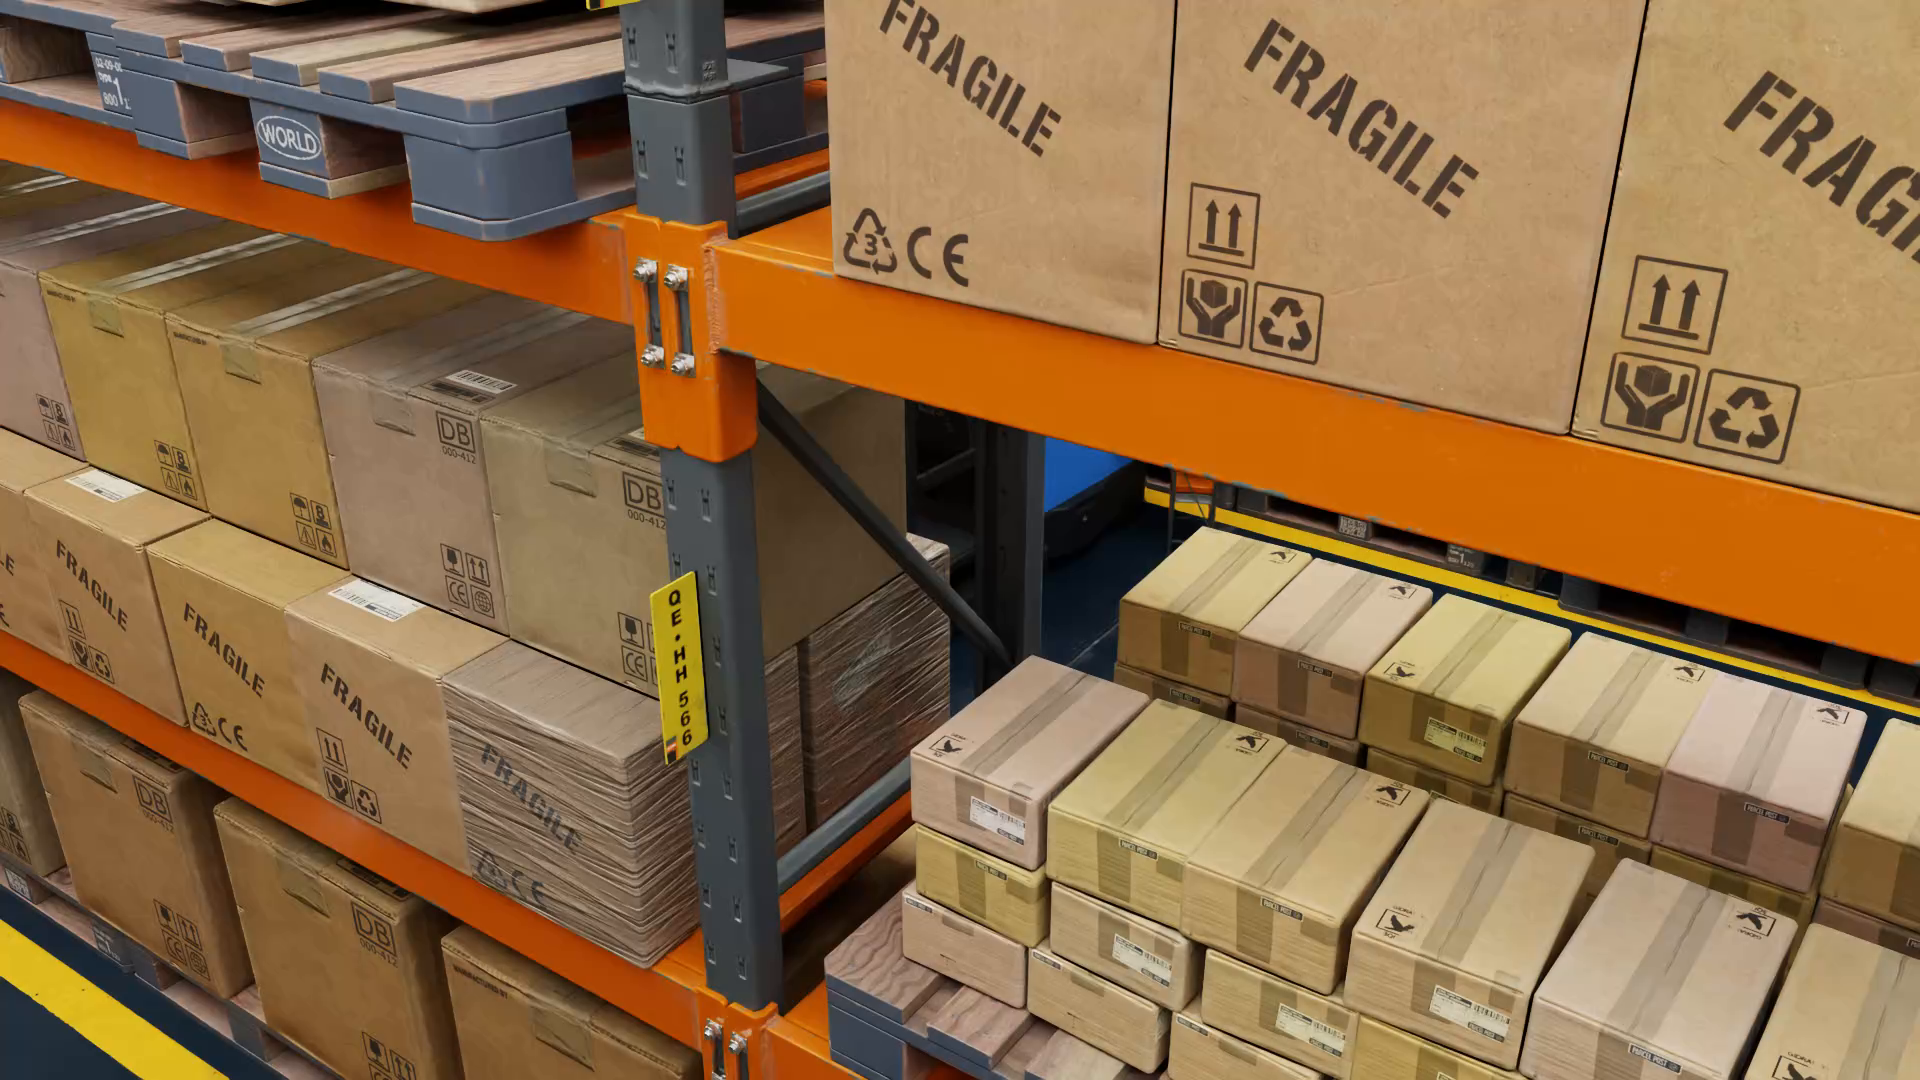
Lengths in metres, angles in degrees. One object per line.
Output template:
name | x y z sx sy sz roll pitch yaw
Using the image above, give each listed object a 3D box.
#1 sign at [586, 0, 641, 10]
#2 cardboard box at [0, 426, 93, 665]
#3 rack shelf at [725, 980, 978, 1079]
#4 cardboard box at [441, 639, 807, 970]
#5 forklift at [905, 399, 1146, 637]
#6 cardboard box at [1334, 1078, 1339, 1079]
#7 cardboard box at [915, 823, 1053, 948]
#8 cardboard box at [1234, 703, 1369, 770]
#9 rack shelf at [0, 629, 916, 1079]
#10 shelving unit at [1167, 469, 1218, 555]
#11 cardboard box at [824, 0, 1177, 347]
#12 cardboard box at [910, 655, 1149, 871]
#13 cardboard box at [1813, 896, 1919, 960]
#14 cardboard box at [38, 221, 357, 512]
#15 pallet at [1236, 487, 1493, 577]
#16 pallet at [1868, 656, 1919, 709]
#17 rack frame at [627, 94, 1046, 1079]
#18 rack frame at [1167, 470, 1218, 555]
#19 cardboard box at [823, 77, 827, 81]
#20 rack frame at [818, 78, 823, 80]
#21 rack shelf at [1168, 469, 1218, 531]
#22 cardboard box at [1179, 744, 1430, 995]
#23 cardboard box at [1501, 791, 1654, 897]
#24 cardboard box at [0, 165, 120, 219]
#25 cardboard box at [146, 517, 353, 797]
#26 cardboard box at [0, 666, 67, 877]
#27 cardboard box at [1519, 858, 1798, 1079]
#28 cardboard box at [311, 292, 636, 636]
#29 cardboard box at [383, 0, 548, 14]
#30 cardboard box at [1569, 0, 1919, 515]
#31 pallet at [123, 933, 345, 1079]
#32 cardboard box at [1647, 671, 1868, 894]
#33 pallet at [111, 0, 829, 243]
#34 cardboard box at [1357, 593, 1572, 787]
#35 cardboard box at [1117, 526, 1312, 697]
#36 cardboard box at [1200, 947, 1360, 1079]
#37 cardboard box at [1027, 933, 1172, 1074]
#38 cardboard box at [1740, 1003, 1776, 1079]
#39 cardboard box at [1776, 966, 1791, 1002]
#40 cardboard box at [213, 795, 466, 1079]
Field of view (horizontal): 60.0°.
sign | -0.471 -0.875 2.199 0.005 0.325 0.100 17 32 30
cardboard box | -2.339 -0.056 4.442 0.500 0.500 0.500 17 32 30
rack shelf | 1.498 1.356 2.572 4.000 0.370 1.077 17 32 30
cardboard box | -0.674 0.462 3.425 0.500 0.500 0.500 17 32 30
forklift | -0.423 -1.064 6.609 1.130 2.935 3.031 20 33 34
cardboard box | 0.771 0.844 2.599 0.250 0.149 0.380 19 33 33
cardboard box | 0.134 0.513 2.921 0.250 0.149 0.380 19 33 33
cardboard box | 0.736 0.338 3.264 0.250 0.149 0.380 19 32 32
rack shelf | -1.799 0.329 4.590 4.000 0.370 1.077 17 32 30
shelving unit | 1.068 -0.449 7.471 0.215 1.050 0.252 4 27 6
cardboard box | 0.170 -0.614 2.231 0.500 0.500 0.500 17 32 30
cardboard box | 0.124 0.374 2.867 0.250 0.149 0.380 17 32 30
cardboard box | 1.579 0.601 2.748 0.250 0.149 0.380 18 32 32
cardboard box | -1.778 -0.479 4.171 0.500 0.500 0.700 17 32 30
pallet | 2.098 -0.265 8.038 1.213 0.211 1.003 17 32 30
pallet | 4.350 0.480 6.574 1.213 0.211 1.003 17 32 30
rack frame | -0.150 0.522 3.418 0.127 3.000 1.000 17 32 30
rack frame | 1.052 -0.394 7.363 0.200 1.050 0.008 4 27 6
cardboard box | -0.892 -2.650 9.211 0.500 0.500 0.875 17 32 30
rack frame | -0.556 -2.334 9.029 0.127 3.000 1.000 17 32 30
rack shelf | 1.064 -0.192 7.603 0.215 0.259 0.240 4 27 6
cardboard box | 0.543 0.505 2.608 0.250 0.149 0.380 17 32 30
cardboard box | 1.160 0.469 3.006 0.250 0.149 0.380 17 32 30
cardboard box | -2.610 -0.739 4.682 0.500 0.500 0.700 17 31 29
cardboard box | -1.496 0.205 3.930 0.500 0.500 0.500 17 31 29
cardboard box | -2.885 0.436 5.604 0.750 0.750 1.050 17 32 30
cardboard box | 0.986 0.642 2.339 0.250 0.149 0.380 19 33 33
cardboard box | -0.933 -0.217 3.656 0.500 0.500 0.700 17 31 30
cardboard box | -0.769 -1.014 2.813 0.250 0.166 0.380 17 32 30
cardboard box | 1.001 -0.361 1.735 0.500 0.500 0.500 17 32 30
pallet | -1.759 1.220 5.119 1.213 0.211 1.003 17 32 30
cardboard box | 1.352 0.400 2.815 0.250 0.149 0.380 17 32 30
pallet | -0.711 -0.876 3.066 1.003 0.211 1.213 19 33 33
cardboard box | 0.935 0.268 3.073 0.250 0.149 0.380 18 32 32
cardboard box | 0.513 0.136 3.334 0.250 0.149 0.380 16 31 28
cardboard box | 0.581 0.649 2.653 0.250 0.149 0.380 16 31 29
cardboard box | 0.325 0.706 2.870 0.250 0.149 0.380 19 33 33
cardboard box | 0.994 0.778 2.400 0.250 0.149 0.380 17 32 30
cardboard box | 1.358 0.666 2.949 0.250 0.149 0.380 16 31 28
cardboard box | -1.324 0.924 4.645 0.750 0.750 1.050 18 32 31
